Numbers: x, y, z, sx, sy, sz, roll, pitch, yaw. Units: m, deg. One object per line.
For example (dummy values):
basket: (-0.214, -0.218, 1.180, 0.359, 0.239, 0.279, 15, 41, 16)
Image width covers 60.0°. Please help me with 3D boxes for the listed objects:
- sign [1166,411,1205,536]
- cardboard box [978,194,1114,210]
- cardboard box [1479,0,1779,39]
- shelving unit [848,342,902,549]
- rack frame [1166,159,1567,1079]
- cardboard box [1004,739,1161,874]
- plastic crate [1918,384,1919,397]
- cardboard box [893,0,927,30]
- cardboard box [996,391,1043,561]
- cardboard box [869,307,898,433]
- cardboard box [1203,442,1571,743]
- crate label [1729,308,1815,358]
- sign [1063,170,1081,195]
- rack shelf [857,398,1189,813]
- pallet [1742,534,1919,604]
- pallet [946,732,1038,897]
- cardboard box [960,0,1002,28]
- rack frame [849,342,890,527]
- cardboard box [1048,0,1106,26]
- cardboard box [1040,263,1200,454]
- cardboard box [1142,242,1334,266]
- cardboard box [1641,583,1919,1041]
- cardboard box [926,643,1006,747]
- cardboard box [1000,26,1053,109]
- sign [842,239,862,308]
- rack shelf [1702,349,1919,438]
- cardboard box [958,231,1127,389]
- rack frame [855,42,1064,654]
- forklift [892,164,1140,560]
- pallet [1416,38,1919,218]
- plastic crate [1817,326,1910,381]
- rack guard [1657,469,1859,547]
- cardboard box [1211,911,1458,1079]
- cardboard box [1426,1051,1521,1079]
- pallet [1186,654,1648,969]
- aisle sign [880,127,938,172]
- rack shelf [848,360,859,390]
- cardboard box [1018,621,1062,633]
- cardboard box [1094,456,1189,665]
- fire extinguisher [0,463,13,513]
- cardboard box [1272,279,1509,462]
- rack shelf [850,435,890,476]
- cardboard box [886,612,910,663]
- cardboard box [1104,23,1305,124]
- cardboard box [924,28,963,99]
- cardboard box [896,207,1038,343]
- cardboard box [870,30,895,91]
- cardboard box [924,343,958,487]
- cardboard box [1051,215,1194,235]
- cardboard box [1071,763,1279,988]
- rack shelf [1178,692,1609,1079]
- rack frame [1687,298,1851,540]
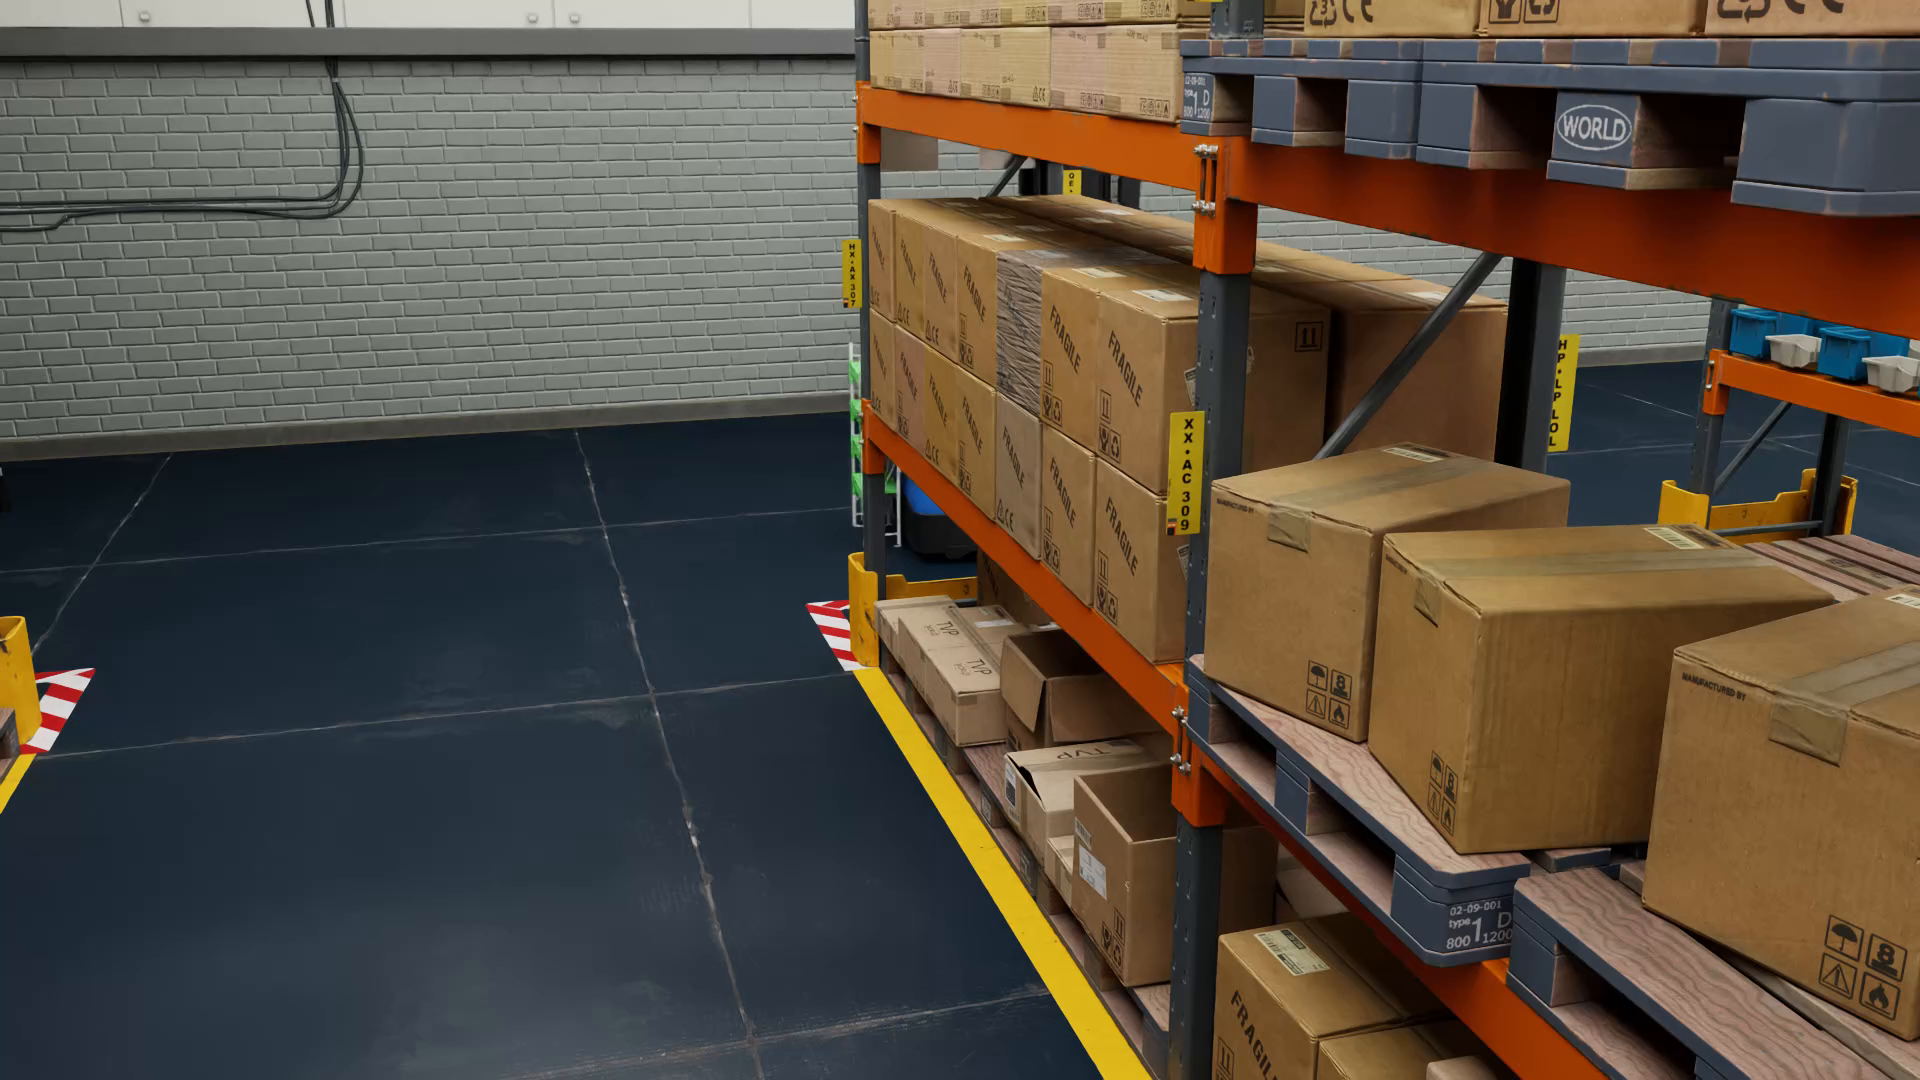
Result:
sign: (0.587, -0.171, 4.304, 0.100, 0.325, 0.005, -5, 17, -15)
cardboard box: (0.394, -1.334, 7.766, 0.500, 0.500, 0.500, -5, 17, -16)
cardboard box: (1.379, -1.207, 2.965, 0.600, 0.600, 0.600, -5, 17, -16)
shelving unit: (-0.530, -0.596, 10.352, 0.258, 1.200, 0.503, -3, 17, -10)
rack frame: (1.106, 0.198, 4.578, 1.000, 3.000, 0.127, -5, 17, -15)
cardboard box: (0.471, 0.933, 6.042, 0.500, 0.311, 0.500, -5, 17, -15)
plastic crate: (4.884, -0.789, 8.051, 0.416, 0.233, 0.300, -5, 17, -15)
cardboard box: (0.028, -2.211, 6.776, 0.500, 0.250, 0.500, -5, 17, -15)
cardboard box: (0.436, -0.252, 5.903, 0.500, 0.500, 0.500, -4, 17, -14)
cardboard box: (-0.125, -0.812, 7.769, 0.500, 0.500, 0.500, -4, 17, -14)
cardboard box: (1.021, 0.098, 4.008, 0.700, 0.500, 0.500, -12, 20, -34)
crate label: (4.522, -1.153, 9.263, 0.416, 0.233, 0.303, -5, 17, -15)
sign: (0.546, -1.652, 8.177, 0.100, 0.325, 0.005, -5, 17, -15)
rack shelf: (0.557, -0.010, 6.523, 1.077, 0.370, 4.000, -5, 17, -15)
pallet: (4.960, 0.268, 9.193, 1.003, 0.211, 1.213, -5, 17, -15)
pallet: (0.579, 1.006, 6.737, 1.003, 0.211, 1.213, -5, 17, -15)
cardboard box: (0.305, -1.934, 5.856, 0.500, 0.250, 0.500, -5, 17, -15)
rack frame: (-0.573, -0.666, 10.582, 0.240, 1.200, 0.015, -3, 17, -10)
cardboard box: (0.577, -1.658, 4.934, 0.500, 0.250, 0.500, -5, 17, -15)
cardboard box: (0.575, -0.589, 5.288, 0.500, 0.500, 0.500, -5, 17, -16)
cardboard box: (0.964, -0.766, 5.876, 0.500, 0.500, 0.500, -5, 17, -17)
cardboard box: (1.651, 0.433, 2.893, 0.700, 0.500, 0.500, -10, 19, -29)
cardboard box: (0.158, 0.647, 7.098, 0.500, 0.250, 0.500, -5, 17, -15)
cardboard box: (0.444, -1.557, 5.467, 0.500, 0.250, 0.500, -5, 17, -15)
sign: (-0.515, -1.280, 7.994, 0.100, 0.325, 0.005, -5, 17, -15)
rack shelf: (5.320, -0.401, 7.824, 1.077, 0.370, 4.000, -5, 17, -15)
cardboard box: (0.299, -0.868, 6.216, 0.500, 0.500, 0.500, -5, 17, -16)
rack frame: (0.007, -0.908, 8.261, 1.000, 3.000, 0.127, -5, 17, -15)
forklift: (1.130, -1.473, 10.262, 3.031, 2.935, 1.130, -3, 17, -10)
pallet: (1.506, -0.676, 2.600, 1.213, 0.211, 1.003, -5, 17, -15)
plastic crate: (4.703, -0.971, 8.657, 0.416, 0.233, 0.300, -5, 17, -15)
rack guard: (4.751, -0.107, 9.940, 1.175, 0.500, 0.348, -5, 17, -15)
cardboard box: (1.005, 1.338, 4.365, 0.500, 0.500, 0.500, -6, 18, -18)
cardboard box: (1.280, 1.255, 3.336, 0.500, 0.250, 0.500, -5, 17, -15)
pallet: (1.221, 0.520, 3.841, 1.003, 0.211, 1.213, -5, 17, -15)
aisle sign: (-0.294, -2.149, 7.873, 0.394, 0.787, 0.004, -5, 17, -15)
rack shelf: (-0.530, -0.995, 10.232, 0.258, 0.148, 0.480, -3, 17, -10)
cardboard box: (0.418, 0.488, 7.773, 0.380, 0.166, 0.250, -5, 17, -15)
cardboard box: (0.722, 0.032, 4.956, 0.500, 0.500, 0.500, -4, 17, -14)
fire extinguisher: (-4.353, -0.378, 7.279, 0.296, 0.674, 0.183, -5, 17, -15)
cardboard box: (1.247, -0.481, 4.928, 0.500, 0.500, 0.500, -4, 17, -14)
rack shelf: (-0.530, -0.535, 10.370, 0.258, 0.148, 0.480, -3, 17, -10)
cardboard box: (-0.140, 0.450, 7.900, 0.380, 0.166, 0.250, -5, 17, -15)
cardboard box: (0.717, -1.280, 4.546, 0.500, 0.250, 0.500, -5, 17, -15)
cardboard box: (0.168, -1.833, 6.388, 0.500, 0.250, 0.500, -5, 17, -15)
cardboard box: (0.026, -1.147, 7.146, 0.500, 0.500, 0.500, -5, 17, -15)
cardboard box: (-0.096, -2.111, 7.312, 0.500, 0.250, 0.500, -5, 17, -15)
cardboard box: (0.157, -0.531, 6.832, 0.500, 0.500, 0.500, -5, 17, -15)
cardboard box: (0.680, -1.051, 6.825, 0.500, 0.500, 0.500, -4, 17, -14)
cardboard box: (0.677, 1.050, 5.324, 0.500, 0.500, 0.500, -5, 17, -15)
rack shelf: (1.656, 1.096, 2.840, 1.077, 0.370, 4.000, -5, 17, -15)
rack frame: (4.771, -1.299, 9.562, 1.000, 3.000, 0.127, -5, 17, -15)
